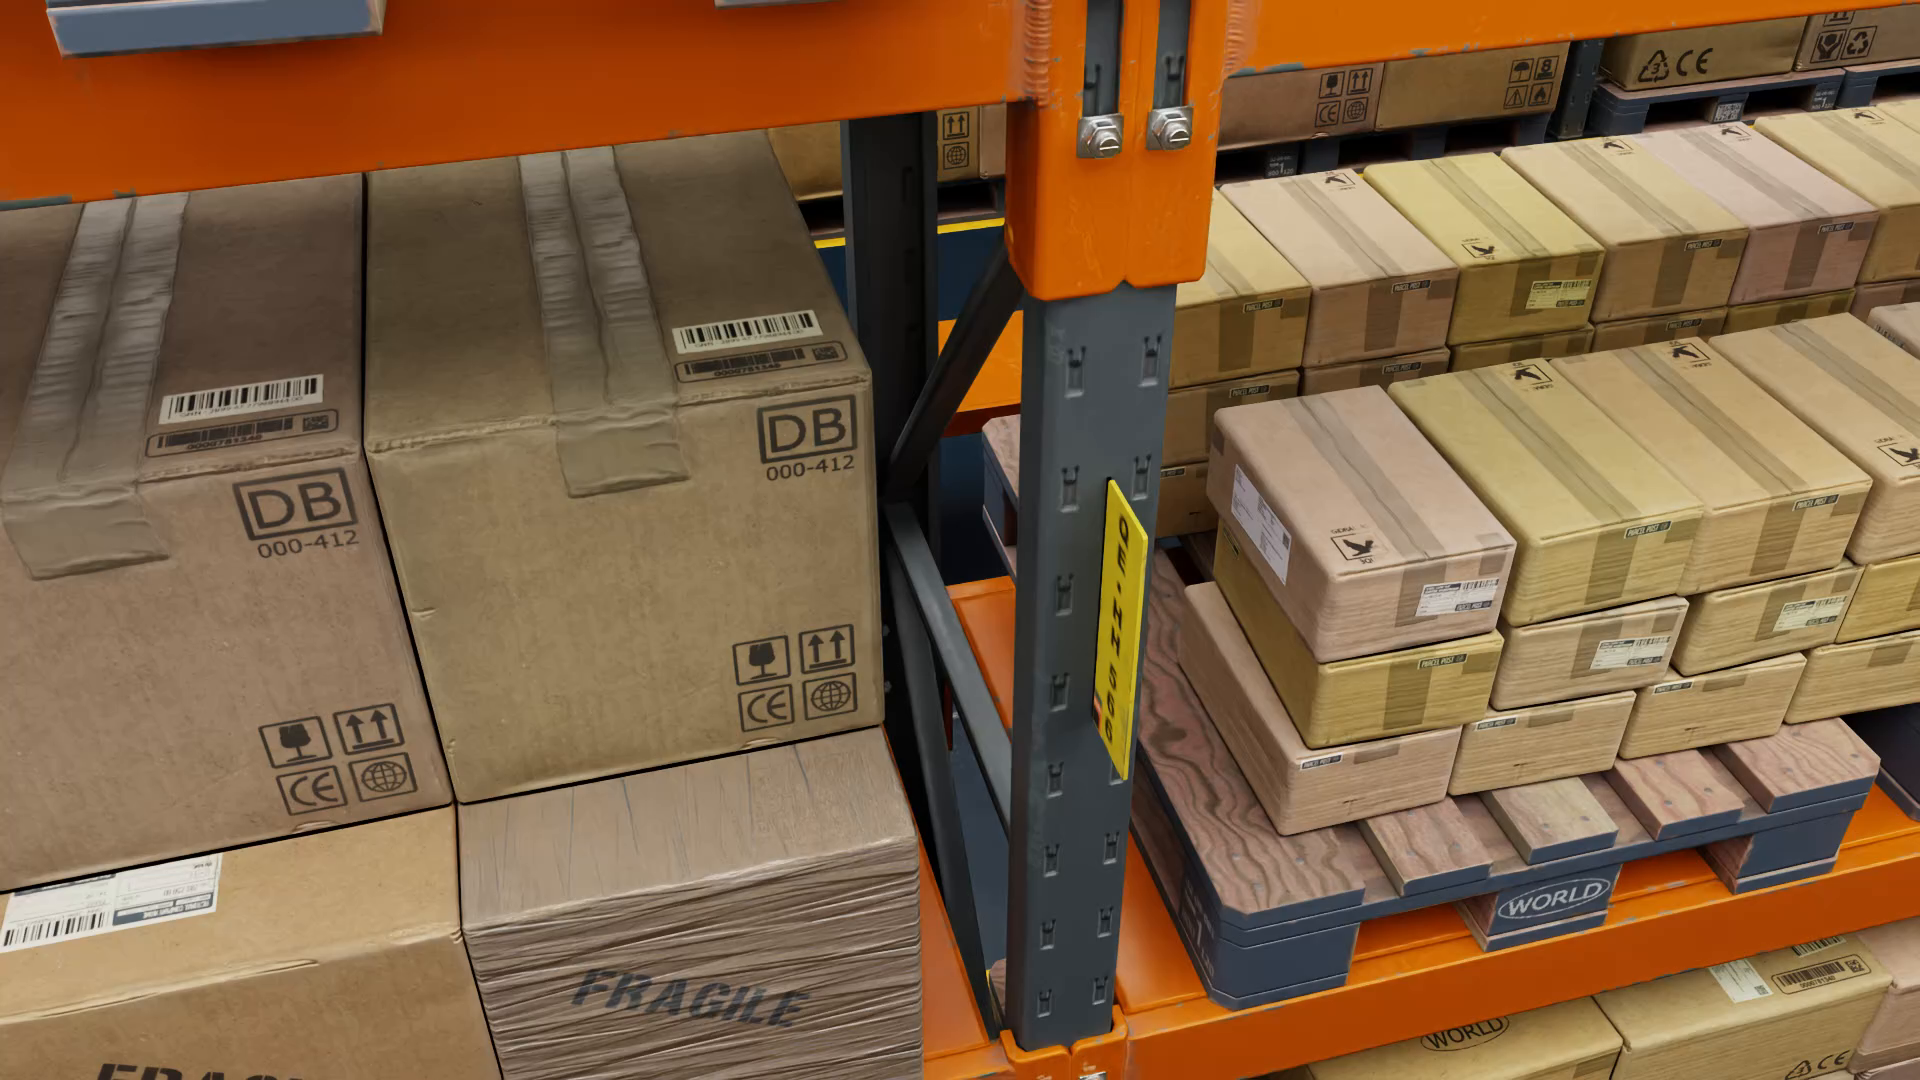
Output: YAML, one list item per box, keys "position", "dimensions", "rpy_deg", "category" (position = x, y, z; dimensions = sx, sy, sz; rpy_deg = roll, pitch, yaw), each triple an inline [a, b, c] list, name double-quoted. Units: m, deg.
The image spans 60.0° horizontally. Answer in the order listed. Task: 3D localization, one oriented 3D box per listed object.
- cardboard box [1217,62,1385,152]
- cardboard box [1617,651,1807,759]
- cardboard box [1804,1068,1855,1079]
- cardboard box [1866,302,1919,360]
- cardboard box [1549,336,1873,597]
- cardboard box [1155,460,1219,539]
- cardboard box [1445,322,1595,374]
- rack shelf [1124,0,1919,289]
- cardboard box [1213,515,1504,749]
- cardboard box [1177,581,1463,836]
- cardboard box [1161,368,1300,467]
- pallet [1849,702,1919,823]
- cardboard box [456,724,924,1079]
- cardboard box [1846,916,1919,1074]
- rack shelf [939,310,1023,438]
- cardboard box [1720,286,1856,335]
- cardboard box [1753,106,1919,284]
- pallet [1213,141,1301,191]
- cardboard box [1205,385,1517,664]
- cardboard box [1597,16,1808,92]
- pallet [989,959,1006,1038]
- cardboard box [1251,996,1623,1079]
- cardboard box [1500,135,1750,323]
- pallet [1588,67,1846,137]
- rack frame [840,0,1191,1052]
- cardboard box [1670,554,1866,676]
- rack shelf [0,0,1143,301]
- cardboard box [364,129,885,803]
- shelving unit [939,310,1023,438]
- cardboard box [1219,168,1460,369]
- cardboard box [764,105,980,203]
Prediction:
- position: [1.205, -2.394, 7.314]
  dimensions: [0.875, 0.875, 1.225]
  rpy_deg: [-11, 39, -14]
  category: "cardboard box"
- position: [1.018, 0.128, 2.475]
  dimensions: [0.250, 0.149, 0.380]
  rpy_deg: [-7, 38, -10]
  category: "cardboard box"
- position: [1.248, 1.015, 3.167]
  dimensions: [0.500, 0.500, 0.500]
  rpy_deg: [-9, 38, -11]
  category: "cardboard box"
- position: [1.524, -0.196, 2.409]
  dimensions: [0.250, 0.149, 0.380]
  rpy_deg: [-8, 38, -10]
  category: "cardboard box"
- position: [1.007, -0.111, 2.297]
  dimensions: [0.250, 0.149, 0.380]
  rpy_deg: [-10, 38, -12]
  category: "cardboard box"
- position: [0.370, -0.182, 2.880]
  dimensions: [0.250, 0.149, 0.380]
  rpy_deg: [-9, 38, -11]
  category: "cardboard box"
- position: [0.883, -0.384, 2.900]
  dimensions: [0.250, 0.149, 0.380]
  rpy_deg: [-8, 38, -11]
  category: "cardboard box"
- position: [1.945, -0.990, 2.198]
  dimensions: [4.000, 0.370, 1.077]
  rpy_deg: [-9, 38, -12]
  category: "rack shelf"
- position: [0.533, 0.089, 2.282]
  dimensions: [0.250, 0.149, 0.380]
  rpy_deg: [-8, 38, -10]
  category: "cardboard box"
- position: [0.499, 0.213, 2.364]
  dimensions: [0.250, 0.149, 0.380]
  rpy_deg: [-10, 38, -13]
  category: "cardboard box"
- position: [0.372, -0.298, 2.787]
  dimensions: [0.250, 0.149, 0.380]
  rpy_deg: [-9, 38, -11]
  category: "cardboard box"
- position: [1.914, -0.029, 2.977]
  dimensions: [1.213, 0.211, 1.003]
  rpy_deg: [-9, 38, -12]
  category: "pallet"
- position: [-0.351, 0.422, 2.148]
  dimensions: [0.500, 0.500, 0.500]
  rpy_deg: [-9, 38, -12]
  category: "cardboard box"
- position: [1.713, 0.642, 3.036]
  dimensions: [0.500, 0.250, 0.500]
  rpy_deg: [-9, 38, -12]
  category: "cardboard box"
- position: [-0.082, -0.439, 4.886]
  dimensions: [1.000, 0.185, 0.538]
  rpy_deg: [-9, 38, -12]
  category: "rack shelf"
- position: [1.365, -0.462, 3.001]
  dimensions: [0.250, 0.149, 0.380]
  rpy_deg: [-10, 38, -12]
  category: "cardboard box"
- position: [1.616, -0.621, 2.964]
  dimensions: [0.250, 0.149, 0.380]
  rpy_deg: [-8, 38, -10]
  category: "cardboard box"
- position: [0.775, -1.857, 7.504]
  dimensions: [1.213, 0.211, 1.003]
  rpy_deg: [-9, 38, -12]
  category: "pallet"
- position: [0.515, -0.031, 2.193]
  dimensions: [0.250, 0.149, 0.380]
  rpy_deg: [-9, 38, -12]
  category: "cardboard box"
- position: [3.338, -2.707, 7.723]
  dimensions: [0.875, 0.875, 0.875]
  rpy_deg: [-9, 38, -12]
  category: "cardboard box"
- position: [0.769, 1.217, 3.485]
  dimensions: [1.213, 0.211, 1.003]
  rpy_deg: [-9, 38, -12]
  category: "pallet"
- position: [0.743, 0.794, 2.838]
  dimensions: [0.500, 0.250, 0.500]
  rpy_deg: [-11, 39, -14]
  category: "cardboard box"
- position: [1.120, -0.542, 2.861]
  dimensions: [0.250, 0.149, 0.380]
  rpy_deg: [-8, 38, -11]
  category: "cardboard box"
- position: [3.435, -2.293, 8.074]
  dimensions: [1.213, 0.211, 1.003]
  rpy_deg: [-9, 38, -12]
  category: "pallet"
- position: [0.014, 0.233, 2.477]
  dimensions: [0.127, 3.000, 1.000]
  rpy_deg: [-9, 38, -12]
  category: "rack frame"
- position: [1.051, 0.000, 2.397]
  dimensions: [0.250, 0.149, 0.380]
  rpy_deg: [-10, 39, -13]
  category: "cardboard box"
- position: [-1.917, -0.356, 1.370]
  dimensions: [4.000, 0.370, 1.077]
  rpy_deg: [-9, 38, -12]
  category: "rack shelf"
- position: [-0.422, -0.139, 2.058]
  dimensions: [0.500, 0.500, 0.700]
  rpy_deg: [-10, 38, -12]
  category: "cardboard box"
- position: [-0.074, -0.584, 4.779]
  dimensions: [1.083, 1.500, 0.587]
  rpy_deg: [-9, 38, -12]
  category: "shelving unit"
- position: [0.611, -0.456, 2.748]
  dimensions: [0.250, 0.149, 0.380]
  rpy_deg: [-10, 38, -13]
  category: "cardboard box"
- position: [-0.510, -2.113, 6.946]
  dimensions: [0.875, 0.875, 1.225]
  rpy_deg: [-11, 39, -14]
  category: "cardboard box"
